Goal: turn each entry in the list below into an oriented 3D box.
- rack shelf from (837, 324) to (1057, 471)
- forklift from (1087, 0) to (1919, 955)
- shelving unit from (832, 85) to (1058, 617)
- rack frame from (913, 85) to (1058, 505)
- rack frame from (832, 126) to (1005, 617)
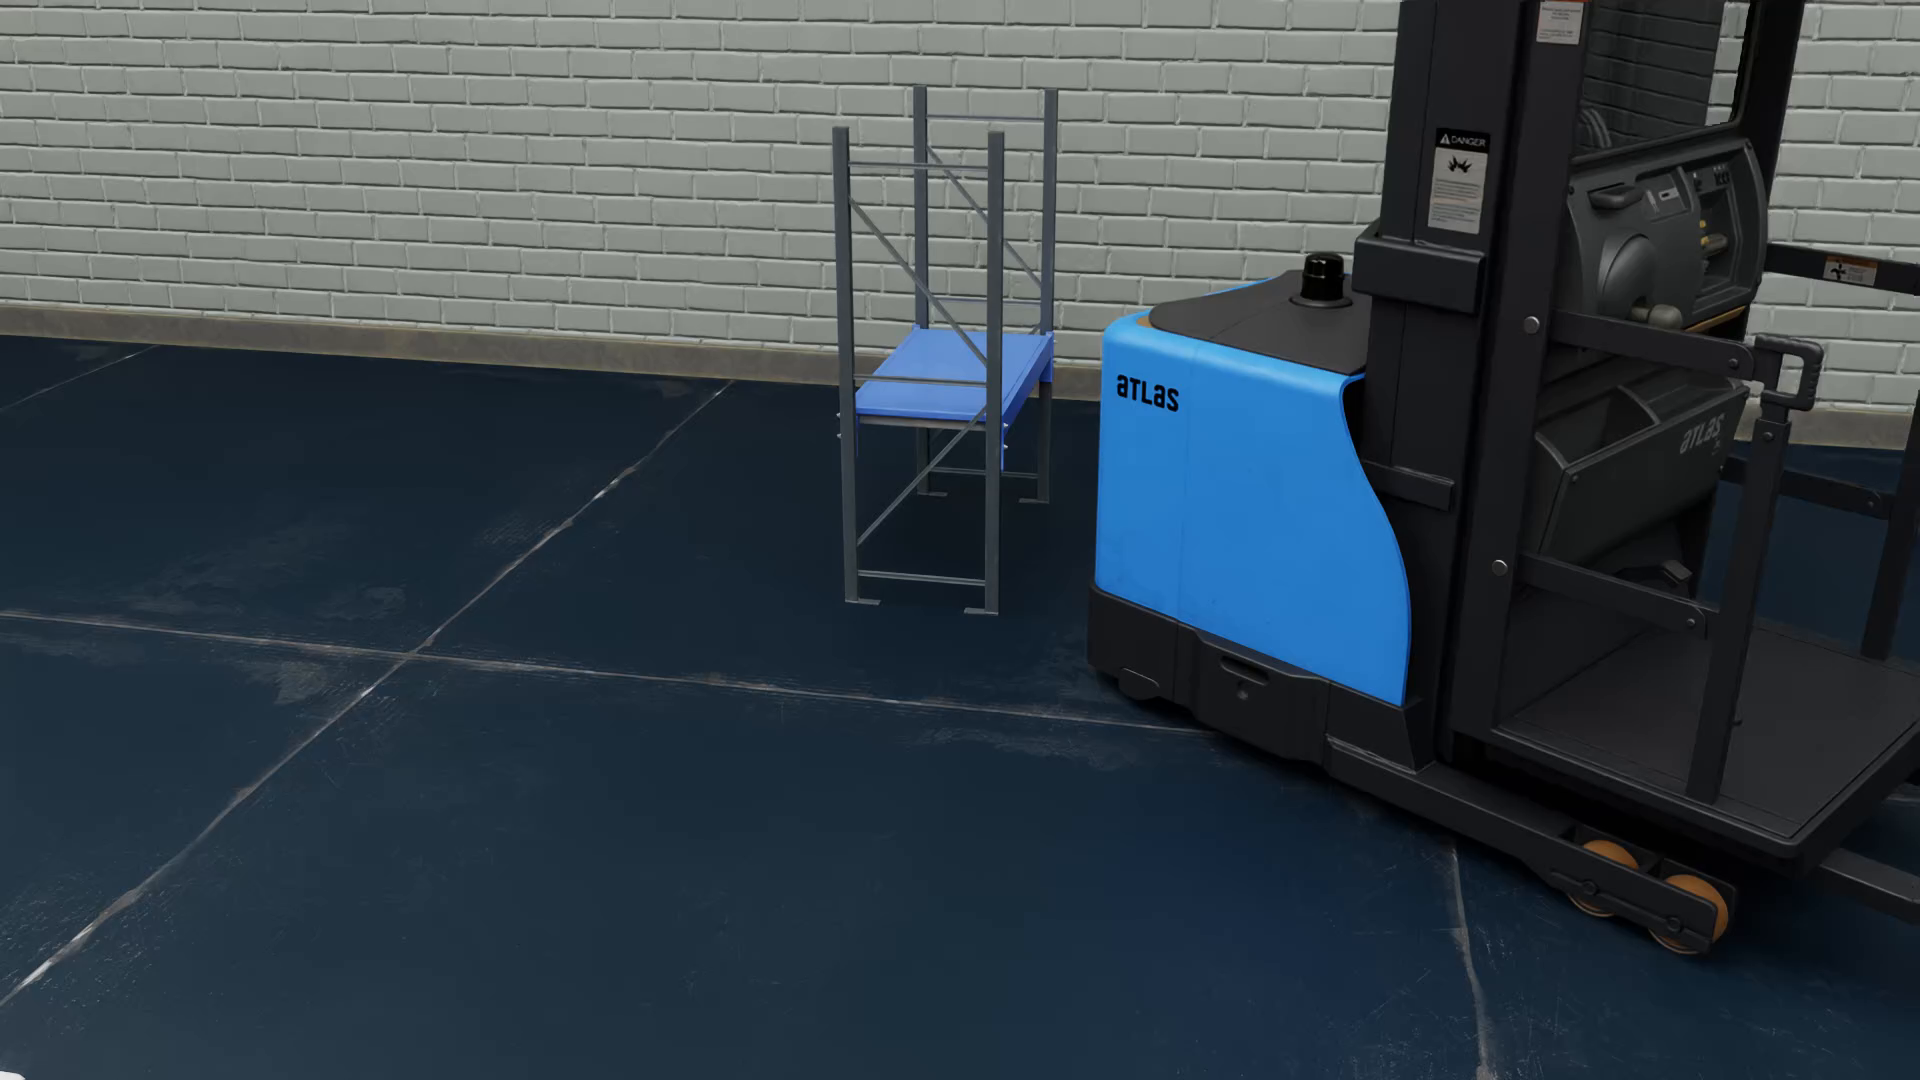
[{"bbox_3d":[-0.017,-0.498,5.563,0.538,0.185,1.000,4,22,11],"label":"rack shelf"},{"bbox_3d":[1.748,-0.677,3.611,1.130,2.935,3.031,-20,29,-40],"label":"forklift"},{"bbox_3d":[-0.017,-0.664,5.496,0.538,1.500,1.048,4,22,11],"label":"shelving unit"},{"bbox_3d":[0.086,-0.850,5.958,0.500,1.500,0.032,4,22,11],"label":"rack frame"},{"bbox_3d":[-0.121,-0.479,5.034,0.500,1.500,0.032,4,22,11],"label":"rack frame"}]
